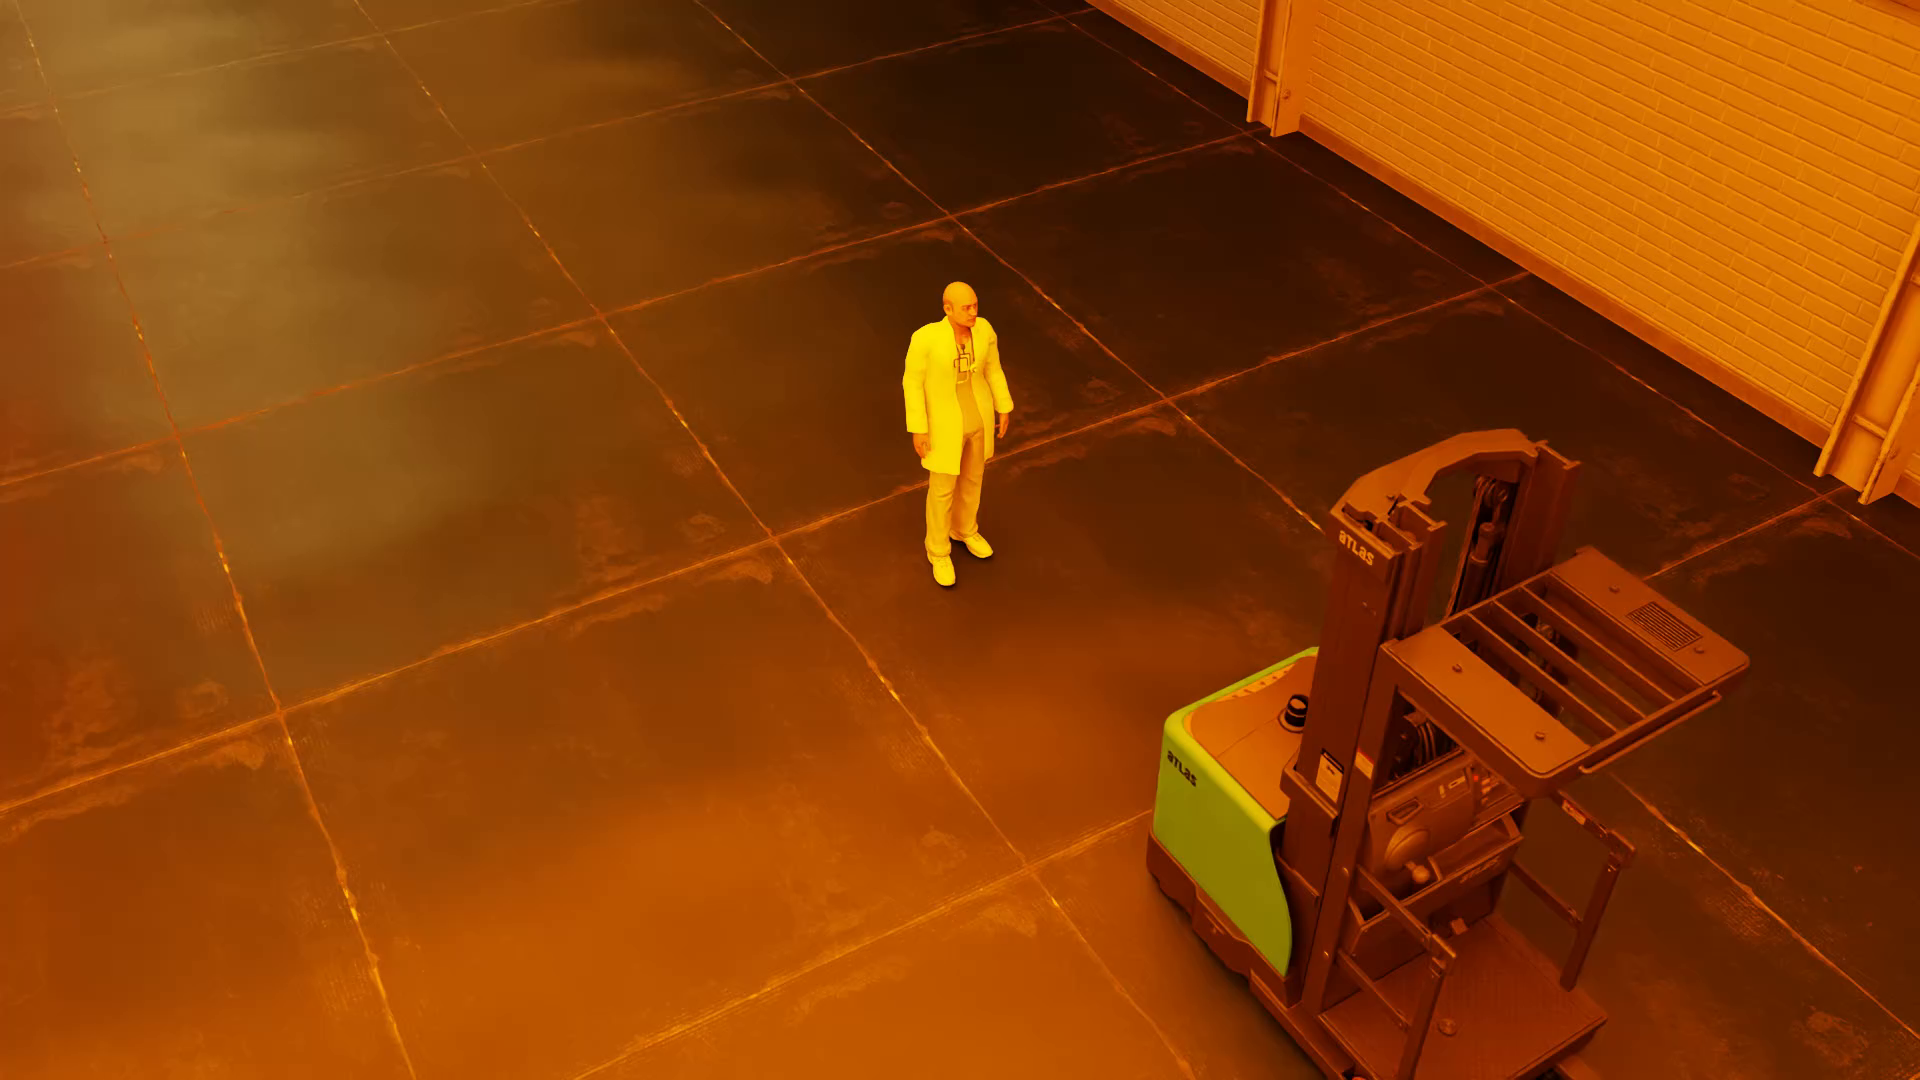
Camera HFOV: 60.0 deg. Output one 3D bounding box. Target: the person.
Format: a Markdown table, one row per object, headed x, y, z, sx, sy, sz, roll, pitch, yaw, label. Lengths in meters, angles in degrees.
| x | y | z | sx | sy | sz | roll | pitch | yaw | label |
| --- | --- | --- | --- | --- | --- | --- | --- | --- | --- |
| 0.041 | -0.639 | 9.698 | 0.696 | 1.776 | 0.581 | -20 | 44 | -23 | person |

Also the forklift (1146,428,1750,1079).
| x | y | z | sx | sy | sz | roll | pitch | yaw | label |
| --- | --- | --- | --- | --- | --- | --- | --- | --- | --- |
| 2.129 | 1.153 | 6.647 | 1.130 | 2.935 | 3.031 | -22 | 44 | -24 | forklift |
